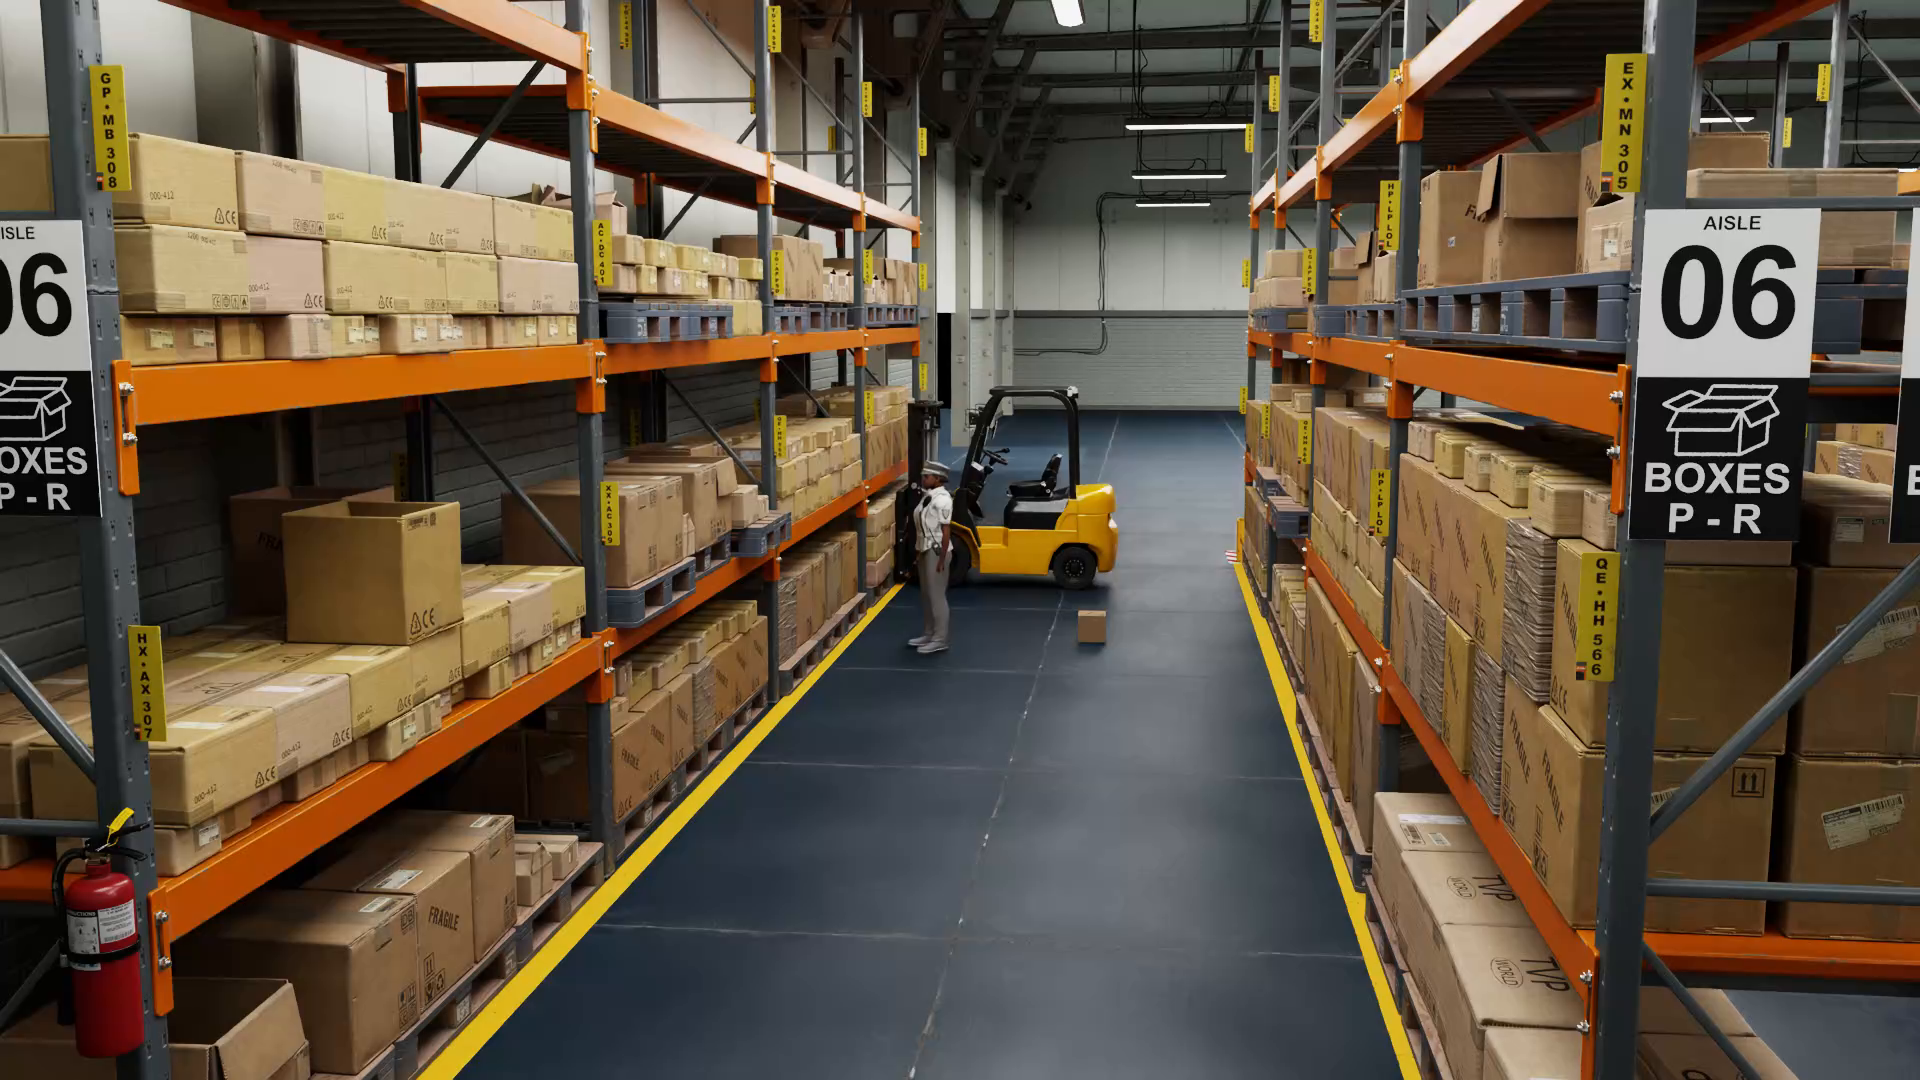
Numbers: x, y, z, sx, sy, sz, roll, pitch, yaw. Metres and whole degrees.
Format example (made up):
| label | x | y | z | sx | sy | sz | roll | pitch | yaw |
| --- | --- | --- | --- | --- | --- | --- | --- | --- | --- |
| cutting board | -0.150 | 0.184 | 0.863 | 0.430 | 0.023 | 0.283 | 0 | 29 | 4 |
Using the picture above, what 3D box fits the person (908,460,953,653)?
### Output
| label | x | y | z | sx | sy | sz | roll | pitch | yaw |
| --- | --- | --- | --- | --- | --- | --- | --- | --- | --- |
| person | -0.254 | 0.133 | 14.711 | 0.361 | 1.694 | 0.448 | -2 | 8 | -17 |
